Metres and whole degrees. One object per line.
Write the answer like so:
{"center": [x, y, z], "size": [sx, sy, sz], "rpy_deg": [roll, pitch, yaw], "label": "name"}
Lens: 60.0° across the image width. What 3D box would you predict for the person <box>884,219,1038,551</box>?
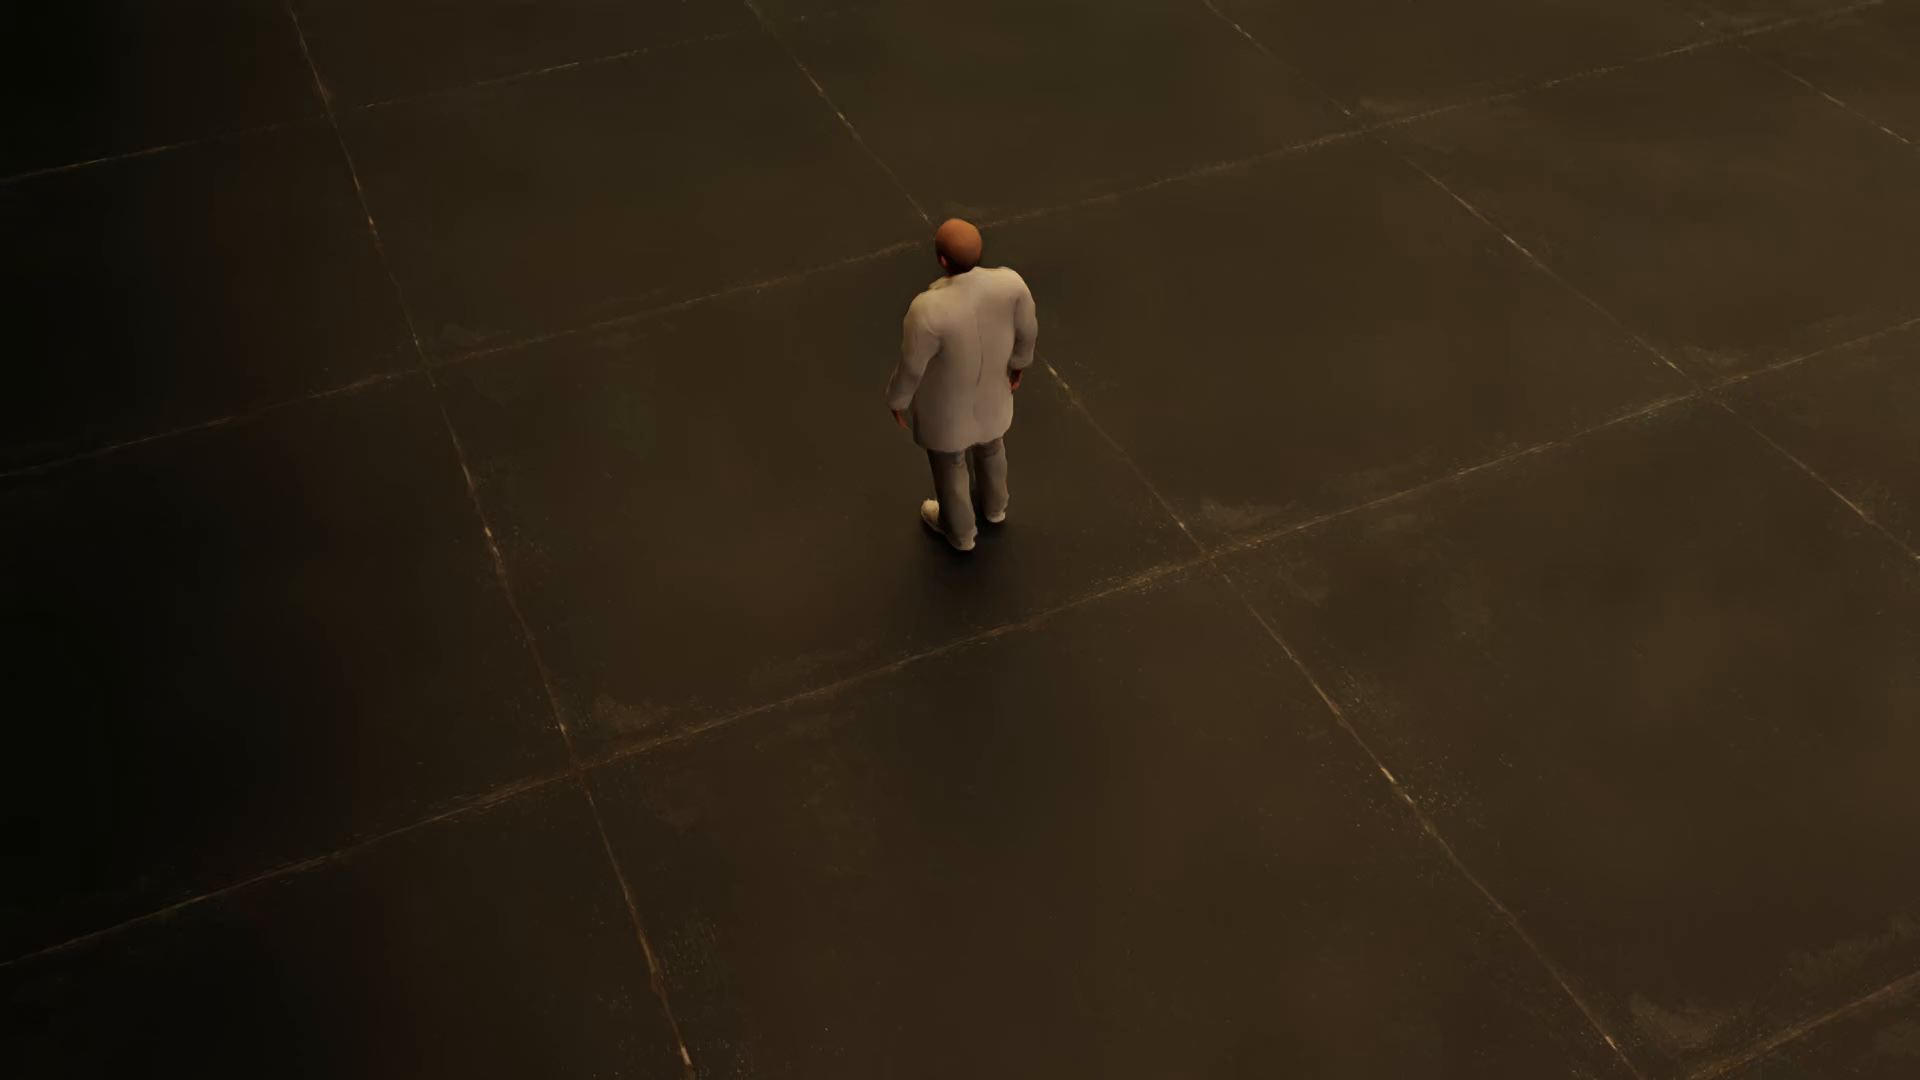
{"center": [-0.034, -0.713, 7.279], "size": [0.694, 1.776, 0.579], "rpy_deg": [-18, 46, -18], "label": "person"}
